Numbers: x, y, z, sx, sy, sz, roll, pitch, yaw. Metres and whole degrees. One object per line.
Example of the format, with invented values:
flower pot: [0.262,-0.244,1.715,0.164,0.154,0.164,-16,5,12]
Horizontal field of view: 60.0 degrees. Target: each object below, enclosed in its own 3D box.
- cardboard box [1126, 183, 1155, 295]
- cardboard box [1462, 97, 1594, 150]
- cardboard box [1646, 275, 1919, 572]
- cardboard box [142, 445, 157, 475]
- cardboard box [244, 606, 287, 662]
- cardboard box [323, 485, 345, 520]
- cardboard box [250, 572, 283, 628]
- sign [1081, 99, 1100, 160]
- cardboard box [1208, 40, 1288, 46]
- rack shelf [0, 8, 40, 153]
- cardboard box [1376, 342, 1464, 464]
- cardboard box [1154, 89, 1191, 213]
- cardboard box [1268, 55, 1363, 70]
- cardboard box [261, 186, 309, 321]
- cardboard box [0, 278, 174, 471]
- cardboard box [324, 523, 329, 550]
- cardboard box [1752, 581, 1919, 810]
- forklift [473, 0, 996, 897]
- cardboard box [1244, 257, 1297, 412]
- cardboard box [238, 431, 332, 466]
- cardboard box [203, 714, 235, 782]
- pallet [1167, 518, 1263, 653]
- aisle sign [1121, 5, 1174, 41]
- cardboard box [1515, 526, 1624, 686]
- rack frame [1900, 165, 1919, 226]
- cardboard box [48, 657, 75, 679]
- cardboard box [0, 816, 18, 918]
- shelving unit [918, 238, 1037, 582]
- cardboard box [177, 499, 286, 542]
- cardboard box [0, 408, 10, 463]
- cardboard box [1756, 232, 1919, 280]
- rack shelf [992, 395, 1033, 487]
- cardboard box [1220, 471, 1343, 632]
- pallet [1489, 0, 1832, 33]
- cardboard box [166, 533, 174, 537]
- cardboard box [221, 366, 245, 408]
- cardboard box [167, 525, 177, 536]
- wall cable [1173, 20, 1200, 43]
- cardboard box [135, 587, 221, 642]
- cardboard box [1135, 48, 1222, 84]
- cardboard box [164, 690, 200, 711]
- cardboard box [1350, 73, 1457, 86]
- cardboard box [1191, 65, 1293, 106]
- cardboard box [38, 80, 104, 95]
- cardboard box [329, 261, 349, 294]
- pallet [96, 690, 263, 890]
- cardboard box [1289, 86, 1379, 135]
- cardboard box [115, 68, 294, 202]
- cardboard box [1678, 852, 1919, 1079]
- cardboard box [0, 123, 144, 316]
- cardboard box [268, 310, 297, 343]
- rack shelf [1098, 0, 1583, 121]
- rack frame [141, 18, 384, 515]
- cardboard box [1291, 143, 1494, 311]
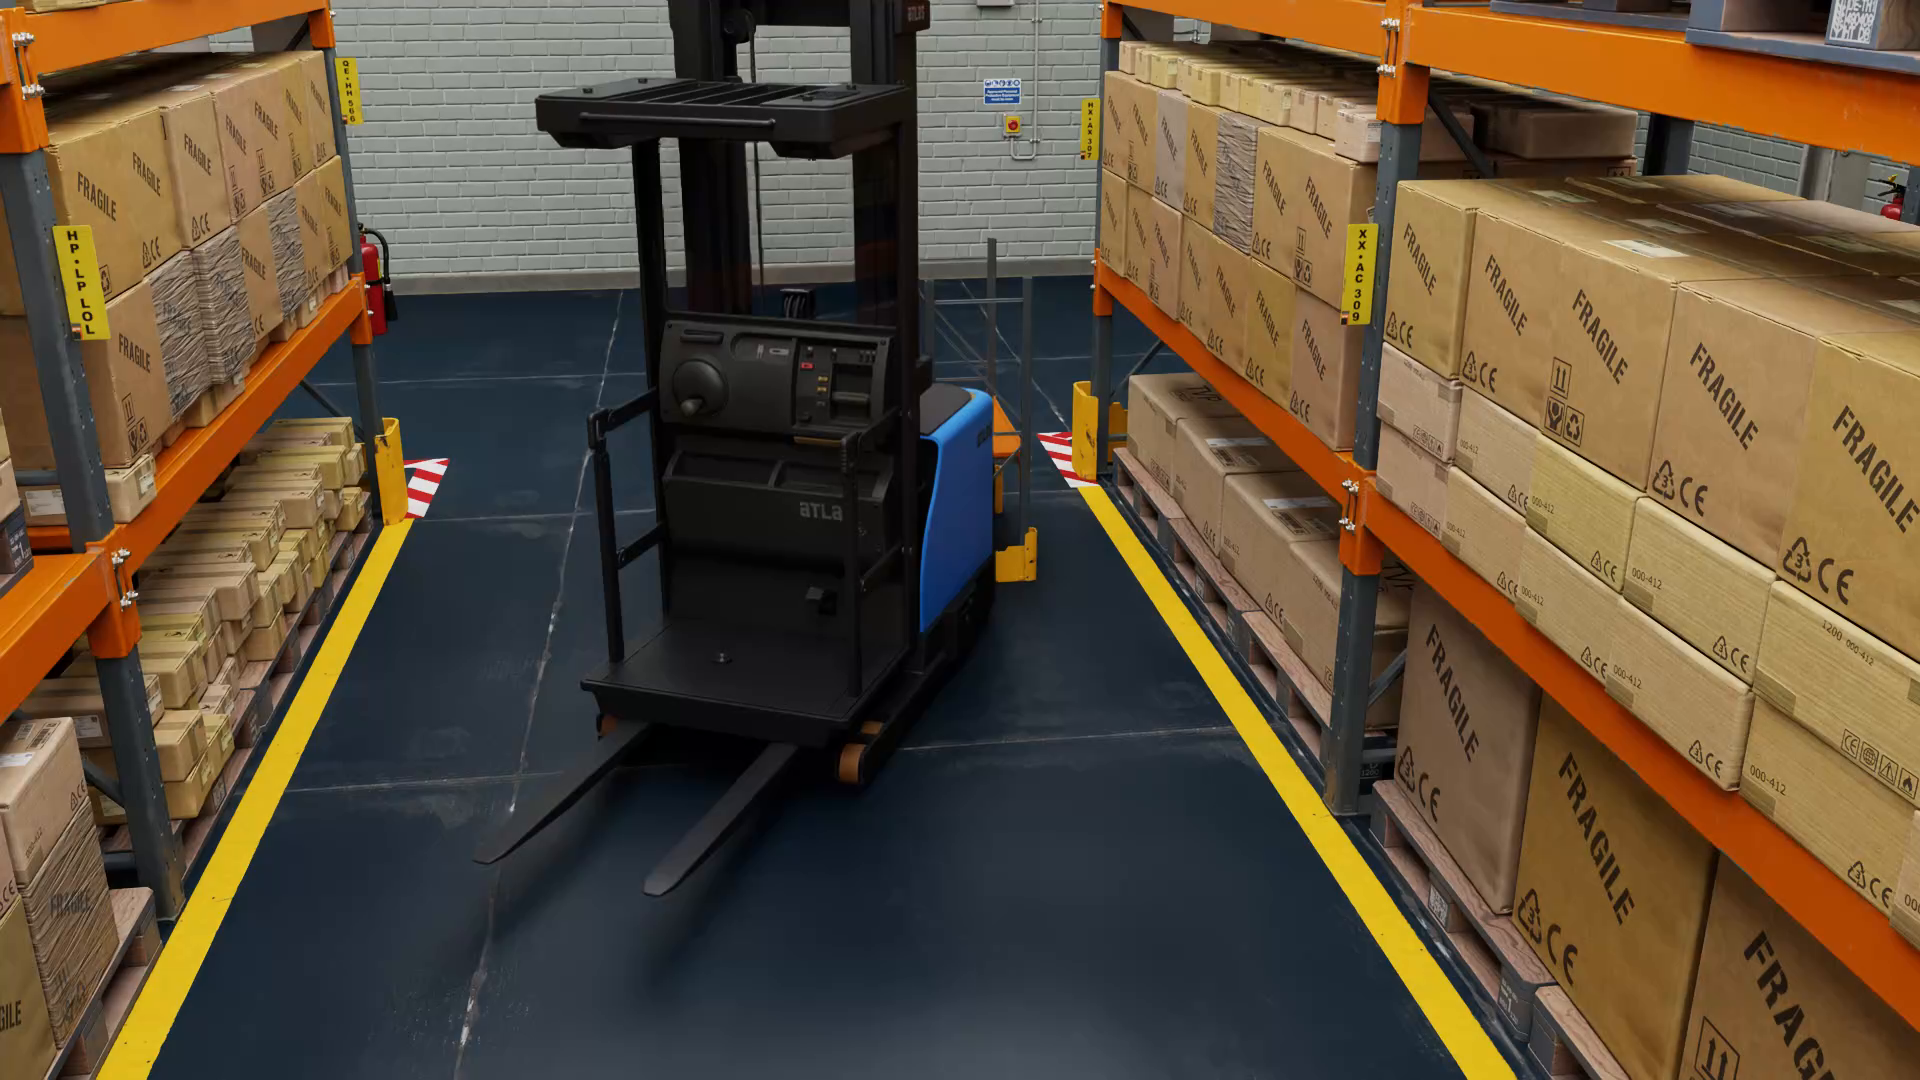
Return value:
cardboard box: [1.148,-1.520,8.356,0.500,0.500,0.500,-3,21,-9]
cardboard box: [1.997,-1.472,5.872,0.380,0.149,0.250,-3,21,-7]
cardboard box: [1.869,-0.264,3.564,0.500,0.500,0.500,-3,21,-9]
cardboard box: [-2.873,-0.241,5.433,0.380,0.149,0.250,-2,21,-6]
cardboard box: [-3.007,0.391,6.856,0.380,0.149,0.250,-3,21,-9]
cardboard box: [-3.186,-0.195,8.002,0.380,0.149,0.250,-4,21,-10]
cardboard box: [-3.003,0.253,6.800,0.380,0.149,0.250,-3,21,-8]
sign: [0.712,-2.244,9.088,0.100,0.325,0.005,-3,21,-8]
cardboard box: [1.512,-2.533,8.711,0.380,0.149,0.250,-3,21,-7]
rack shelf: [-2.757,-0.534,2.600,1.077,0.370,4.000,-3,21,-8]
cardboard box: [1.623,-0.440,5.107,0.500,0.250,0.500,-4,21,-9]
cardboard box: [1.213,-1.806,7.693,0.500,0.500,0.500,-3,21,-8]
cardboard box: [1.656,-2.178,7.760,0.380,0.149,0.250,-3,21,-8]
cardboard box: [-3.150,-1.233,7.162,0.500,0.500,0.500,-3,21,-8]
cardboard box: [-2.867,-0.529,5.276,0.500,0.500,0.500,-3,21,-9]
cardboard box: [-3.201,0.032,7.818,0.380,0.149,0.250,-3,21,-7]
cardboard box: [1.923,0.270,3.207,0.500,0.250,0.500,-3,21,-9]
forklift: [-0.777,-0.605,6.146,1.130,2.935,3.031,7,21,17]
cardboard box: [1.439,-0.815,6.469,0.500,0.500,0.500,-3,21,-9]
cardboard box: [-3.315,-0.423,8.185,0.380,0.149,0.250,-3,21,-7]
cardboard box: [-2.818,0.746,5.905,0.380,0.149,0.250,-2,21,-6]
pallet: [1.628,0.173,7.951,1.003,0.211,1.213,-3,21,-8]
aisle sign: [0.965,-3.056,8.895,0.394,0.787,0.004,-3,21,-8]
cardboard box: [1.775,0.150,4.241,0.500,0.250,0.500,-3,21,-8]
rack frame: [6.174,-2.079,9.996,1.000,3.000,0.127,-3,21,-8]
cardboard box: [-3.451,0.472,6.216,0.380,0.149,0.250,-3,21,-7]
cardboard box: [-2.626,0.889,3.951,0.500,0.250,0.500,-2,21,-5]
shelving unit: [0.011,-0.676,8.383,0.587,1.500,1.083,-3,21,-8]
cardboard box: [-3.155,-0.059,7.212,0.380,0.149,0.250,-4,21,-10]
cardboard box: [-2.792,-0.249,4.429,0.380,0.149,0.250,-2,21,-6]
cardboard box: [2.287,-0.461,4.091,0.500,0.500,0.500,-2,21,-6]
rack shelf: [0.012,-0.505,8.438,0.538,0.185,1.000,-3,21,-8]
cardboard box: [1.725,0.028,7.416,0.875,0.438,0.875,-4,21,-9]
pallet: [2.020,-1.443,4.280,0.805,0.209,1.217,-4,21,-10]
cardboard box: [-3.632,0.010,7.451,0.380,0.149,0.250,-4,21,-10]
cardboard box: [-3.000,-0.609,6.418,0.380,0.149,0.250,-2,21,-5]
cardboard box: [-3.666,-0.123,7.383,0.380,0.149,0.250,-2,21,-6]
wall cable: [1.828,-4.330,14.571,0.588,1.984,0.122,-3,21,-8]
cardboard box: [-3.016,0.300,6.251,0.380,0.149,0.250,-3,21,-9]
cardboard box: [1.072,-2.327,8.161,0.380,0.149,0.250,-2,21,-6]
cardboard box: [-2.906,0.617,5.828,0.380,0.149,0.250,-3,21,-7]
cardboard box: [1.816,-1.824,6.814,0.380,0.149,0.250,-3,21,-8]
cardboard box: [1.221,-1.971,7.207,0.380,0.149,0.250,-3,21,-9]
cardboard box: [-3.611,-1.497,6.440,0.500,0.500,0.500,-4,21,-9]
cardboard box: [-3.295,-1.327,8.340,0.380,0.149,0.250,-3,21,-8]
pallet: [-3.177,0.917,5.958,1.003,0.211,1.213,-3,21,-8]
cardboard box: [1.468,-1.623,6.275,0.380,0.149,0.250,-3,21,-8]
cardboard box: [-3.152,-1.697,6.975,0.500,0.500,0.500,-2,21,-5]
cardboard box: [2.274,1.188,3.684,0.875,0.875,0.875,-3,21,-7]
cardboard box: [-2.869,-0.981,5.059,0.500,0.500,0.500,-2,21,-6]
cardboard box: [-3.176,-0.973,7.393,0.380,0.149,0.250,-4,21,-10]
rack shelf: [1.551,-2.203,7.070,1.077,0.370,4.000,-3,21,-8]
rack frame: [-3.622,-1.543,8.561,1.000,3.000,0.127,-3,21,-8]
cardboard box: [1.498,-1.108,5.822,0.500,0.500,0.500,-3,21,-8]
